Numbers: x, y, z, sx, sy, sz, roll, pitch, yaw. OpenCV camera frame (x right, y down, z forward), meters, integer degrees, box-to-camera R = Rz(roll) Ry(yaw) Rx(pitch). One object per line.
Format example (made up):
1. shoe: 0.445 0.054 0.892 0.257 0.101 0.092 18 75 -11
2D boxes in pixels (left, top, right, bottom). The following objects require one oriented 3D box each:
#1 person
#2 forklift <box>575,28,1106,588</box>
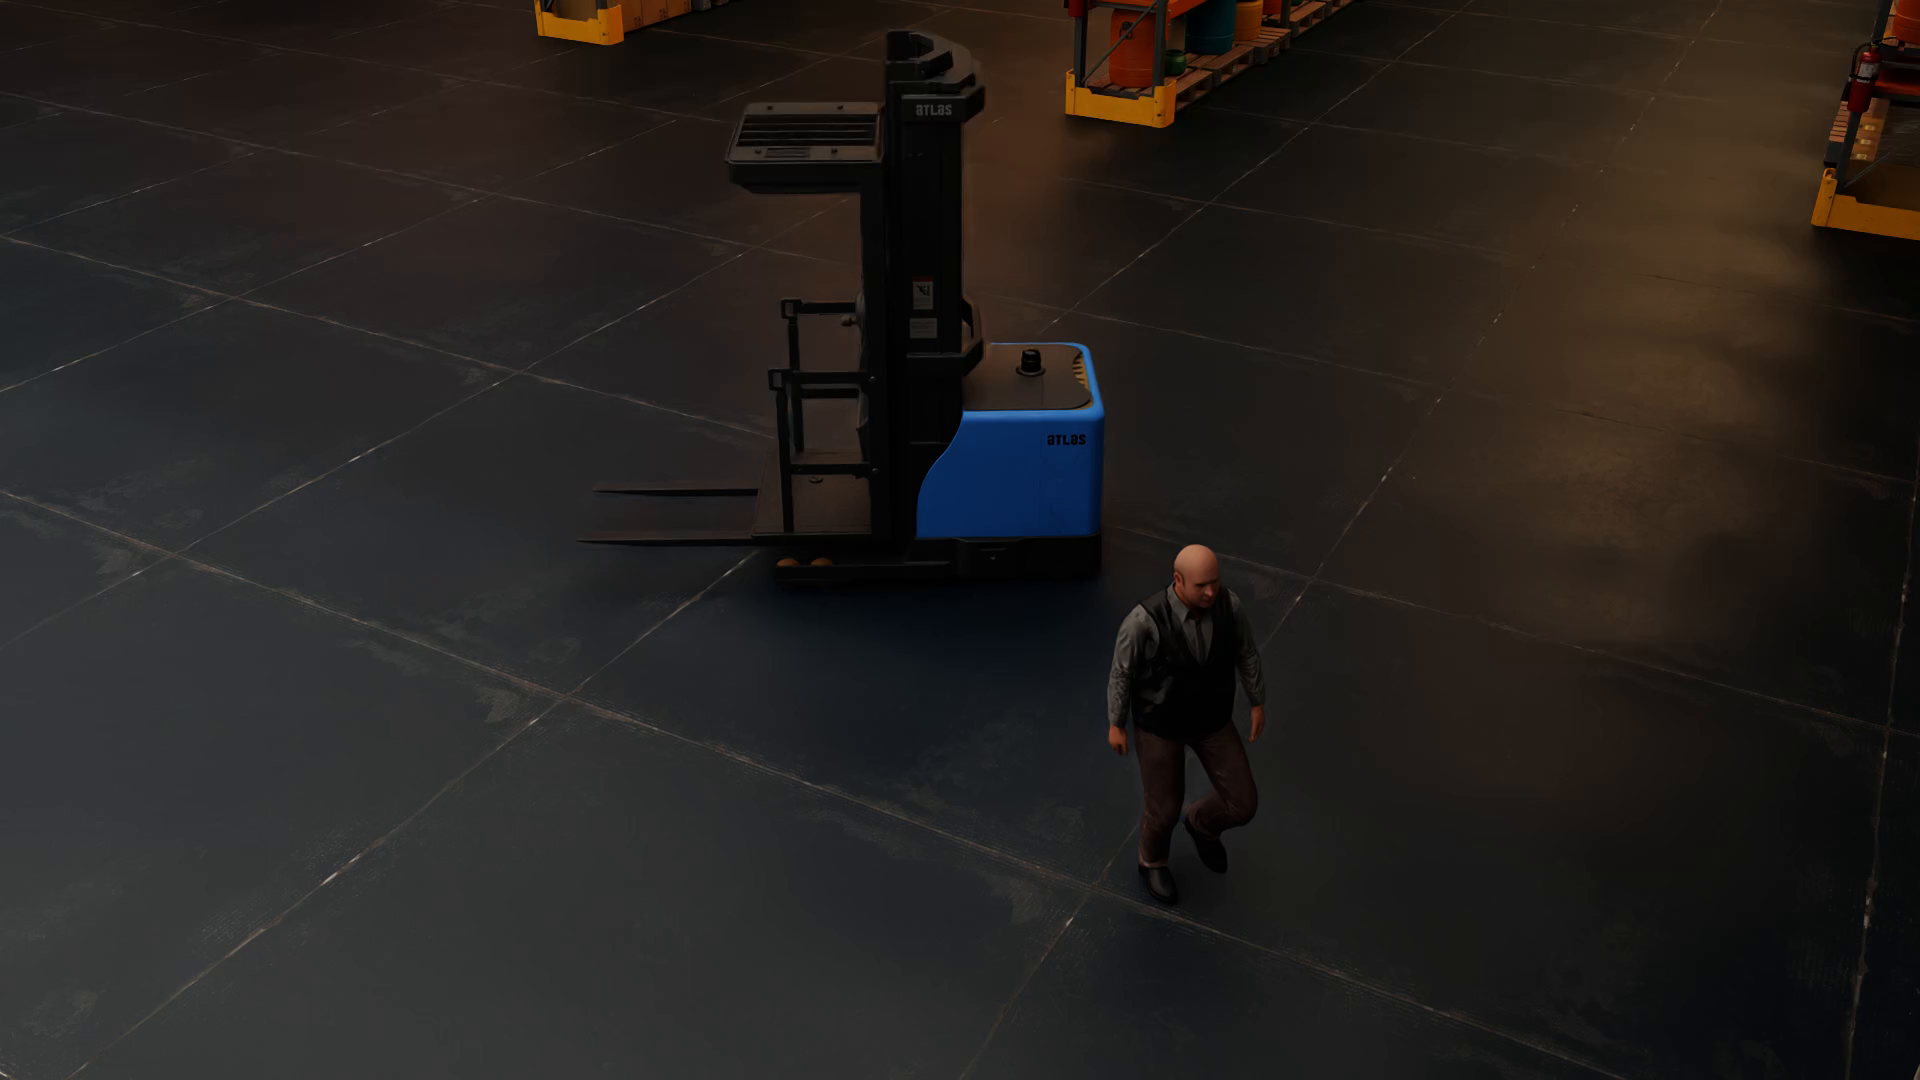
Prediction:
1. person: 0.967 0.786 6.939 0.667 1.703 0.474 -9 31 -16
2. forklift: -0.710 -1.262 9.258 3.031 2.935 1.130 -1 30 -1
